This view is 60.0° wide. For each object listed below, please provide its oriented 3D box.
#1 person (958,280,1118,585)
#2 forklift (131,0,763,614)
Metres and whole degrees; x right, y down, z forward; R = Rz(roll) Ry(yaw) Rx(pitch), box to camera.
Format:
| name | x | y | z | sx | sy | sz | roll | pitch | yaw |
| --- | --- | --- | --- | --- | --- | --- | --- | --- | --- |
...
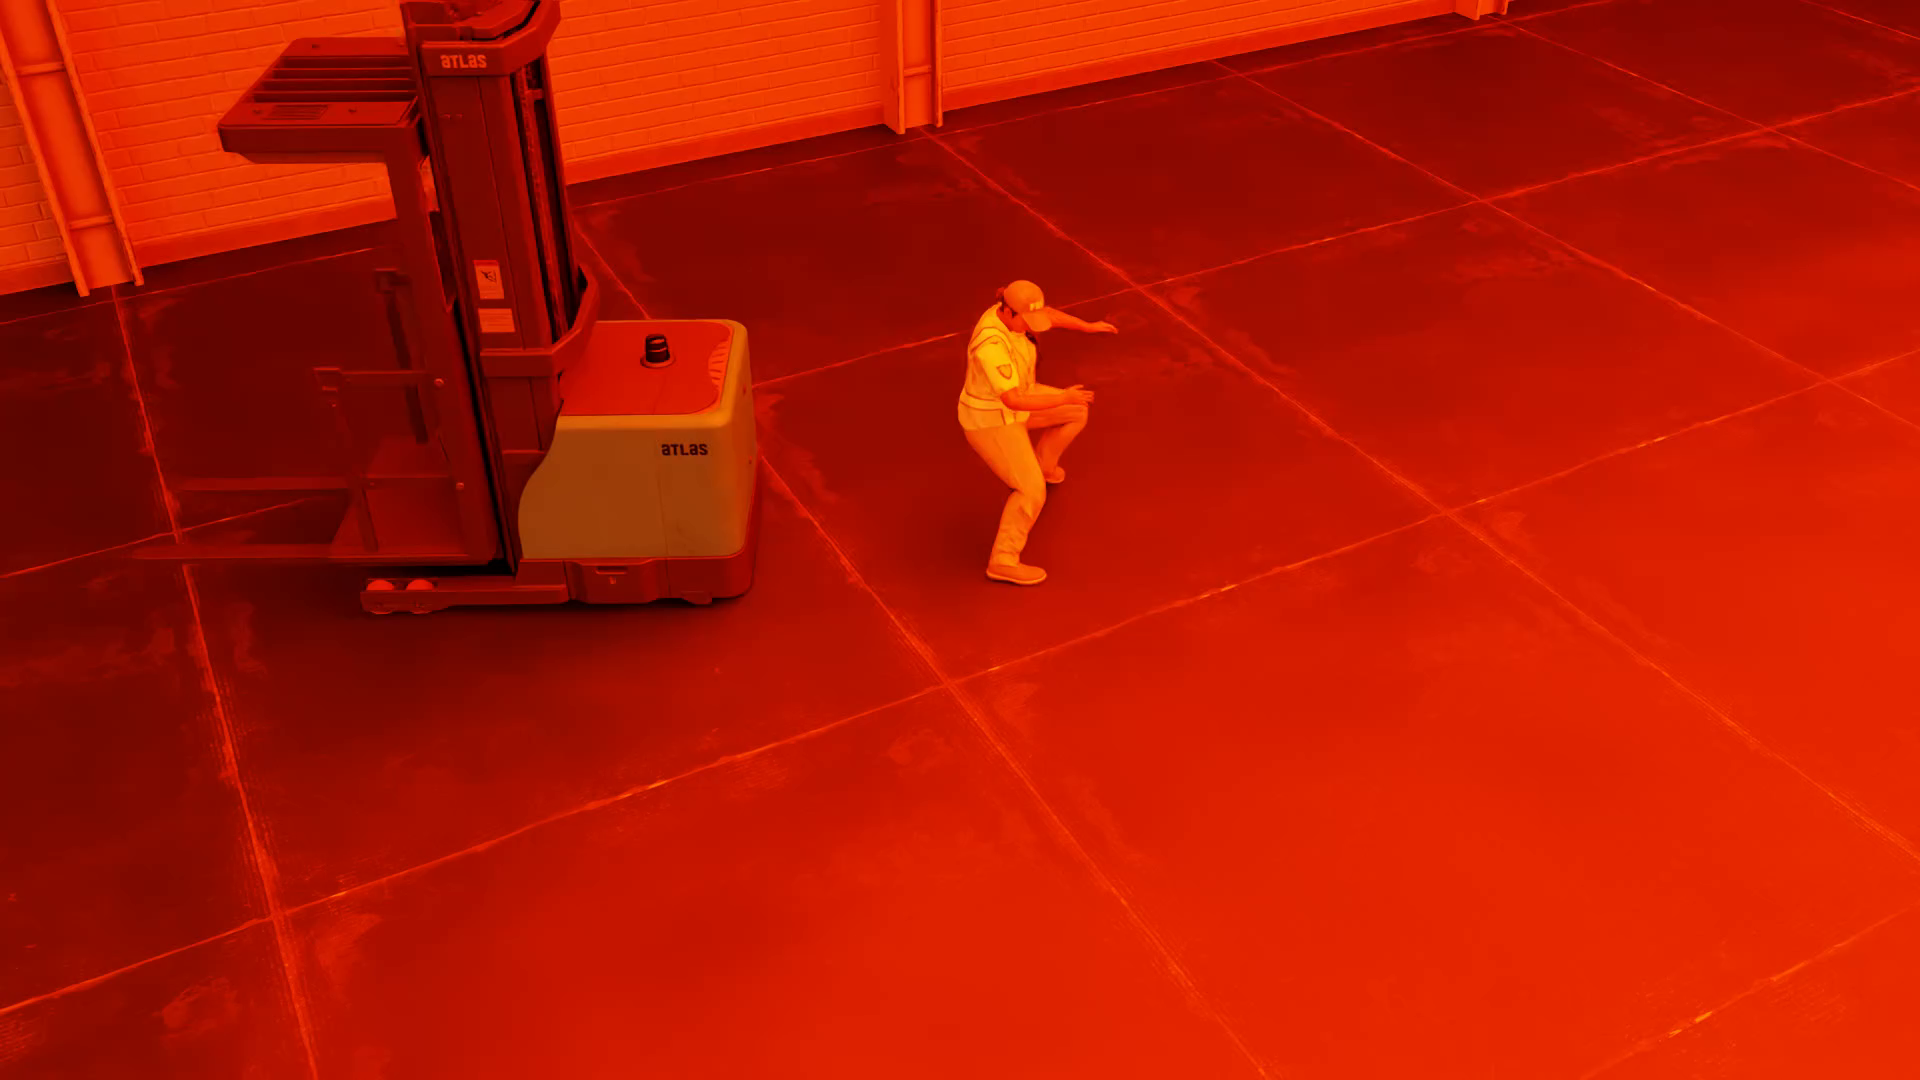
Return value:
| name | x | y | z | sx | sy | sz | roll | pitch | yaw |
| --- | --- | --- | --- | --- | --- | --- | --- | --- | --- |
| person | 0.368 | -0.652 | 8.340 | 0.729 | 1.437 | 1.027 | 15 | 38 | 20 |
| forklift | -2.562 | -1.142 | 7.739 | 3.031 | 2.935 | 1.130 | -1 | 35 | -1 |
